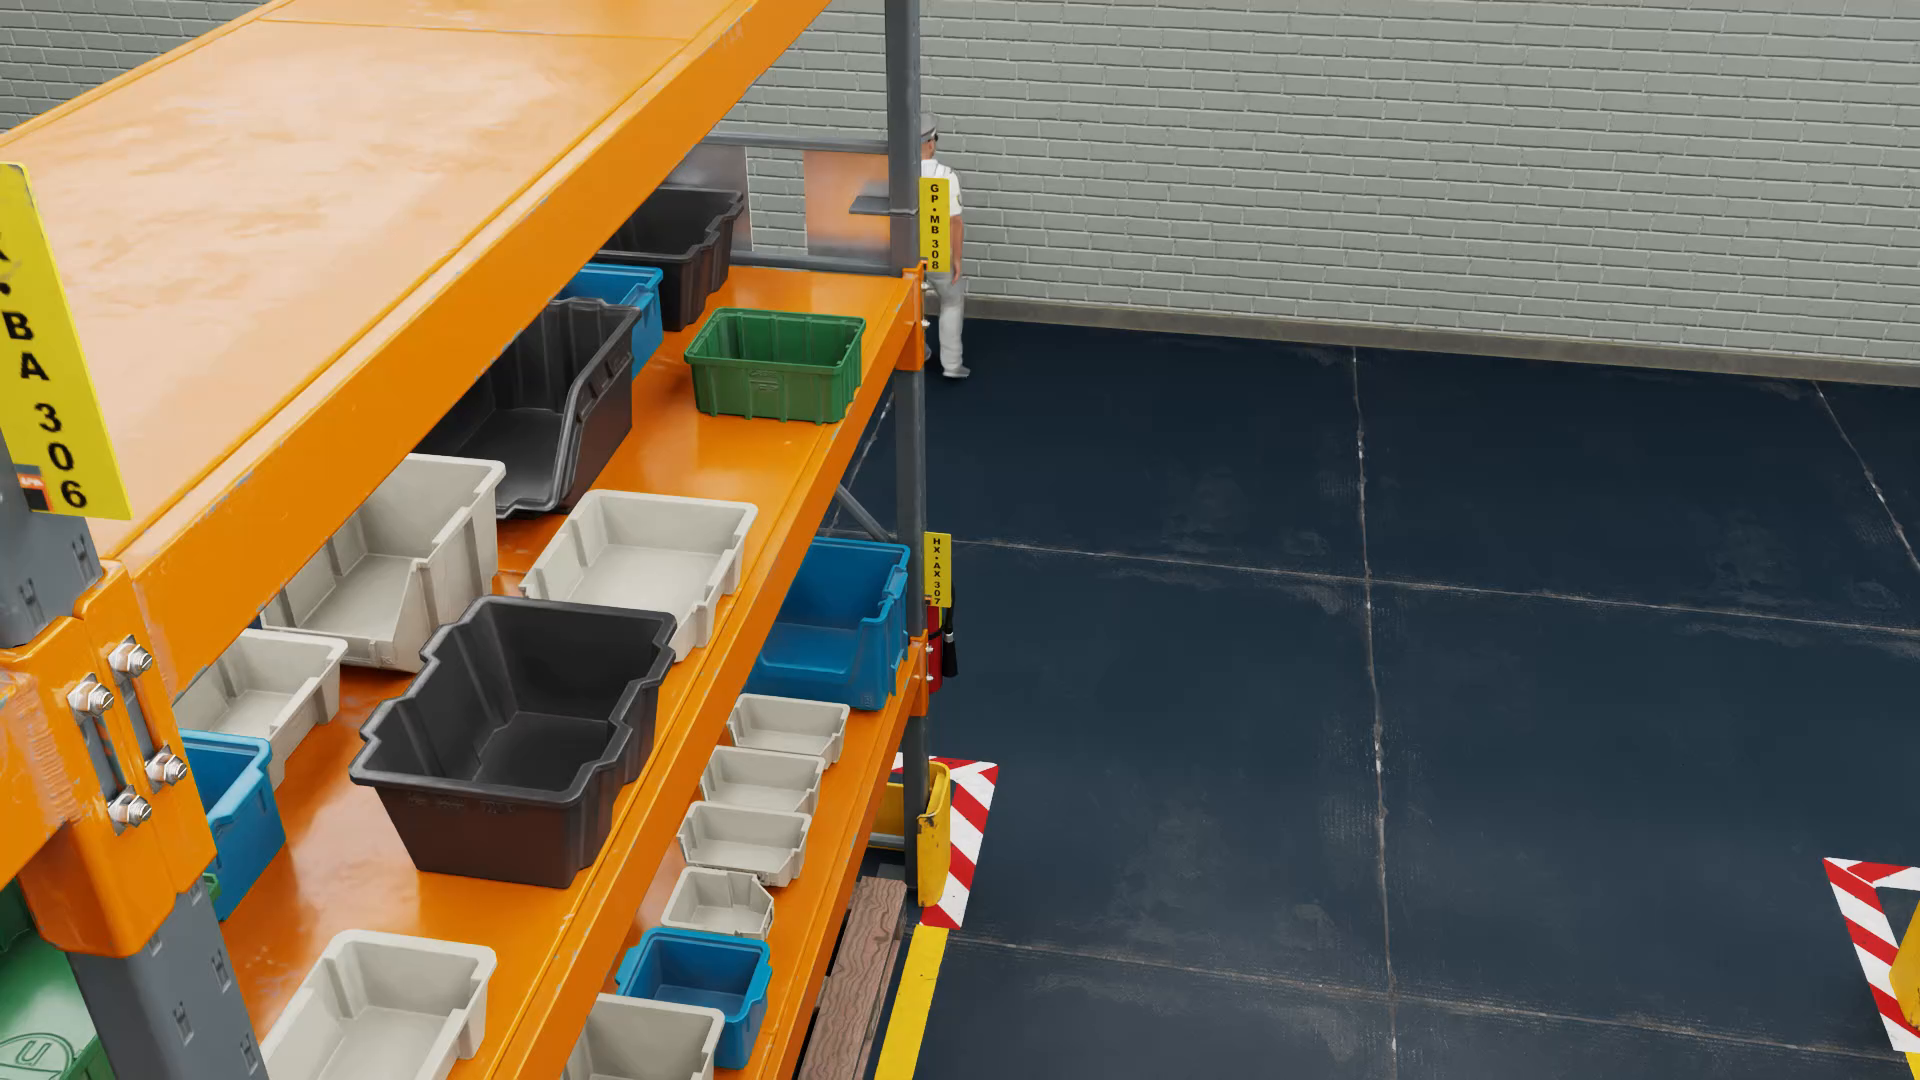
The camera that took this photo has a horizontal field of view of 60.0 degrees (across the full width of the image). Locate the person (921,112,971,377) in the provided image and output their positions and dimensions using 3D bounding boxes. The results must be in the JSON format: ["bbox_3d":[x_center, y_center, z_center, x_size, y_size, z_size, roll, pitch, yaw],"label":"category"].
[{"bbox_3d":[-0.207,-1.859,10.719,0.558,1.829,0.513,9,33,14],"label":"person"}]
